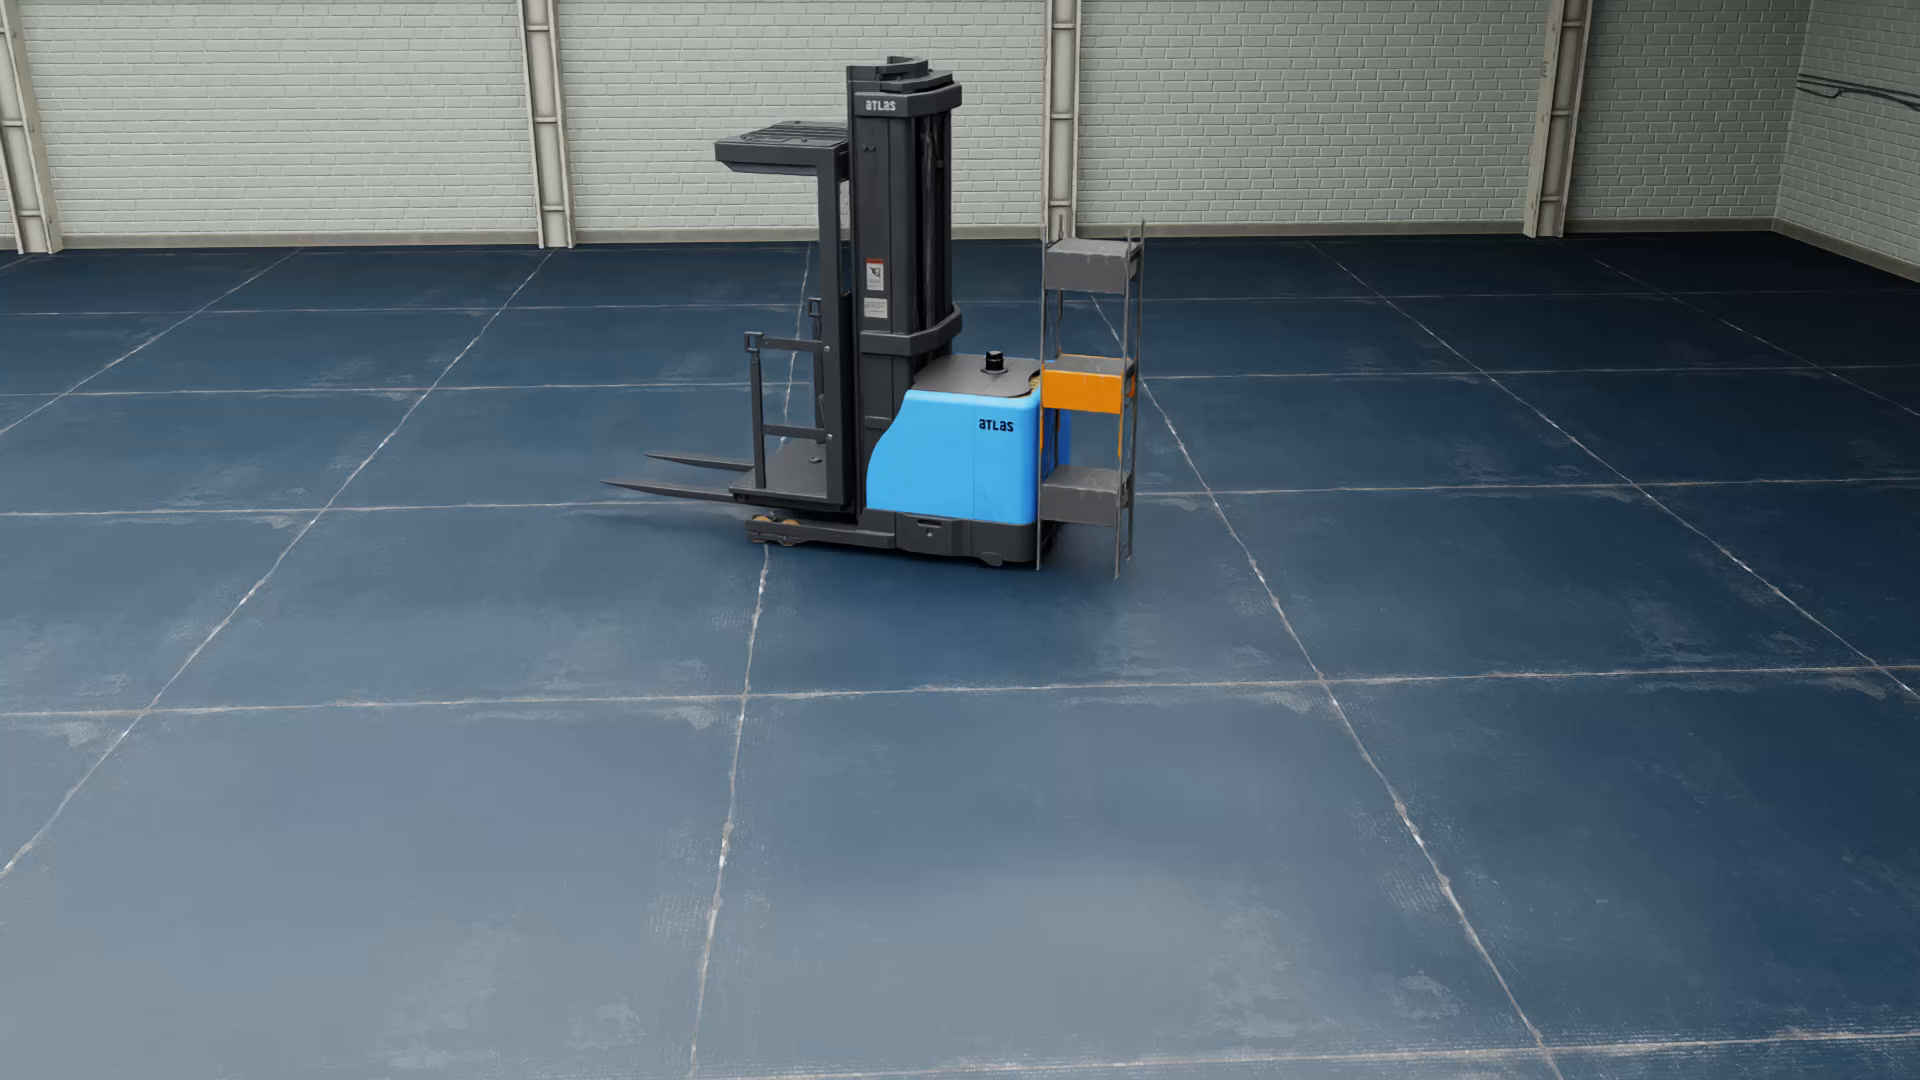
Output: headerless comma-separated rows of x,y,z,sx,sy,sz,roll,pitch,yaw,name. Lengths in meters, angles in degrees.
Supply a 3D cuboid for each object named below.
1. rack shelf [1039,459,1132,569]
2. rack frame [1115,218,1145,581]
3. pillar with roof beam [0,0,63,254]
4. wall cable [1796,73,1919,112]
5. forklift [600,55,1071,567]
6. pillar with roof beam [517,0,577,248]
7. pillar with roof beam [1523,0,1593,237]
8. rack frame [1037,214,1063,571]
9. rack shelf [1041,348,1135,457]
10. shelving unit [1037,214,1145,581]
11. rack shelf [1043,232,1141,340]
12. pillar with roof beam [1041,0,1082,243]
0.768,-0.165,10.110,0.480,0.518,0.431,7,22,17,rack shelf
1.000,-0.806,9.786,0.015,2.100,0.400,7,22,17,rack frame
-10.545,-6.071,13.920,0.400,9.000,9.100,-1,21,-3,pillar with roof beam
10.197,-6.105,18.373,0.112,2.526,3.097,-1,21,-3,wall cable
-0.849,-1.500,10.442,3.031,2.935,1.130,7,22,17,forklift
-4.555,-6.193,14.241,0.400,9.000,9.100,-1,21,-3,pillar with roof beam
7.426,-6.437,14.881,0.400,9.000,9.100,-1,21,-3,pillar with roof beam
0.535,-0.859,9.926,0.015,2.100,0.400,7,22,17,rack frame
0.768,-0.820,9.861,0.480,0.518,0.431,7,22,17,rack shelf
0.768,-0.832,9.856,0.503,2.100,0.431,7,22,17,shelving unit
0.768,-1.474,9.612,0.480,0.518,0.431,7,22,17,rack shelf
1.436,-6.315,14.561,0.400,9.000,9.100,-1,21,-3,pillar with roof beam
